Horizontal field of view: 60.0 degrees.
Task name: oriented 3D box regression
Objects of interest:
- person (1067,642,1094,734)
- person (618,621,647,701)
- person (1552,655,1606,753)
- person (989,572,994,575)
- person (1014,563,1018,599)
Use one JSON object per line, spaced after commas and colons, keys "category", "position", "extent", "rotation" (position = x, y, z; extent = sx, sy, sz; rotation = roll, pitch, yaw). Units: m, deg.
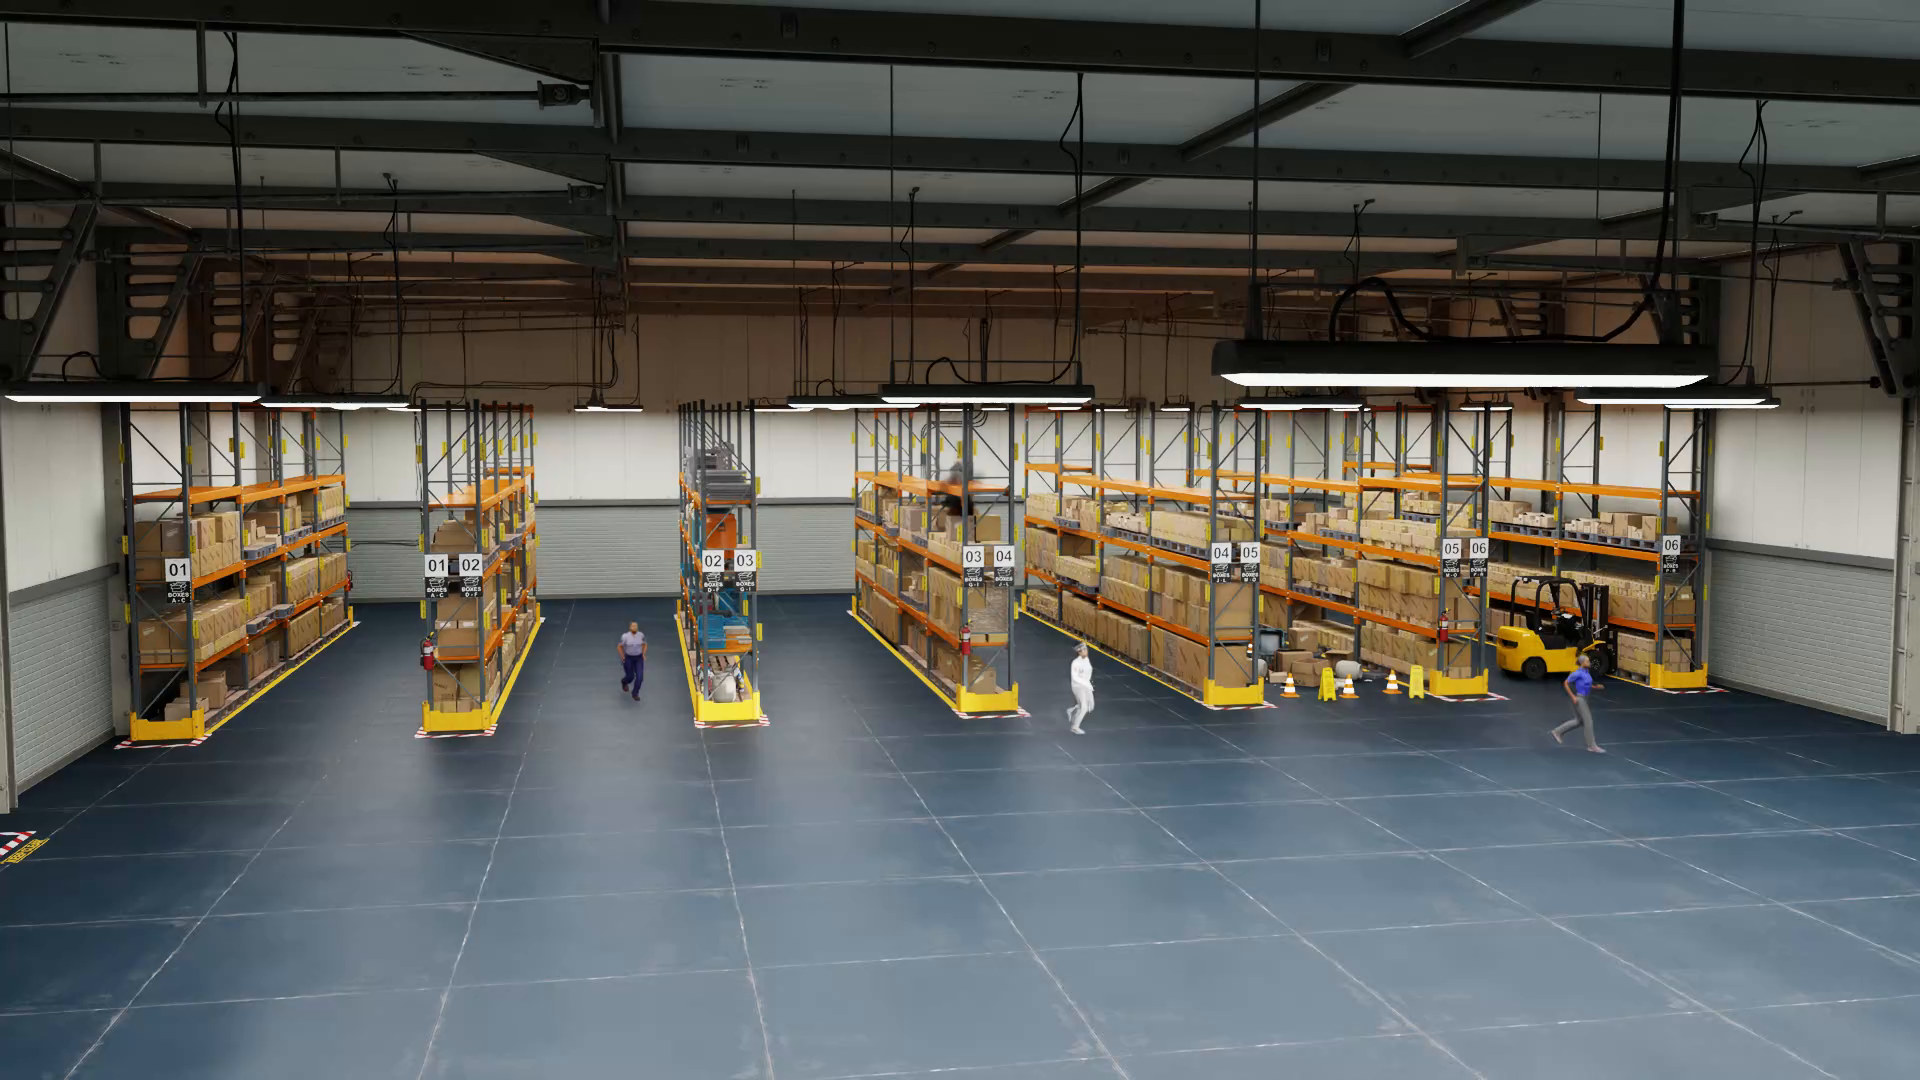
{"category": "person", "position": [2.181, 2.652, 29.902], "extent": [0.615, 1.657, 0.637], "rotation": [3, 5, 34]}
{"category": "person", "position": [-6.592, 2.411, 33.503], "extent": [0.593, 1.603, 0.585], "rotation": [-2, 5, -26]}
{"category": "person", "position": [10.490, 2.752, 28.193], "extent": [0.912, 1.639, 0.576], "rotation": [3, 5, 34]}
{"category": "person", "position": [1.037, 1.342, 46.262], "extent": [0.694, 1.826, 0.931], "rotation": [0, 4, -4]}
{"category": "person", "position": [1.362, 1.152, 49.485], "extent": [0.951, 1.644, 0.639], "rotation": [-3, 5, -33]}
